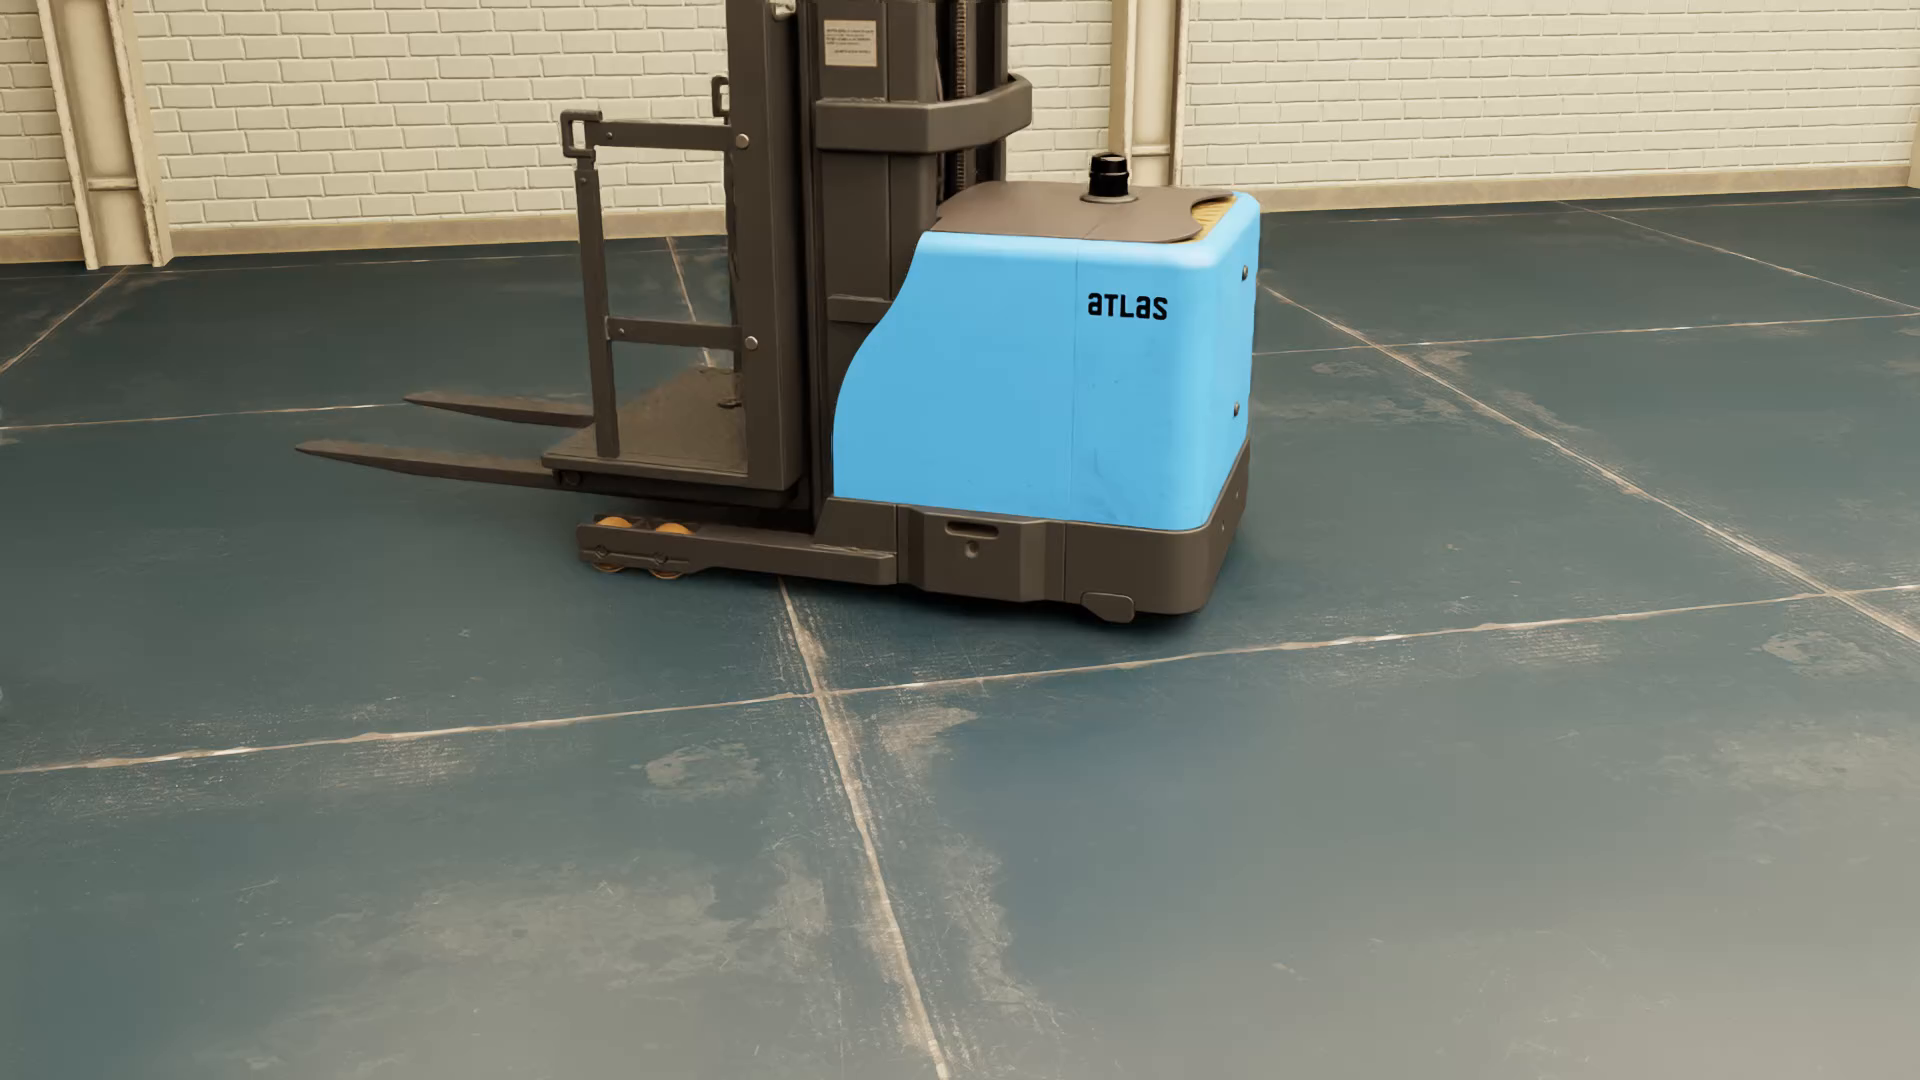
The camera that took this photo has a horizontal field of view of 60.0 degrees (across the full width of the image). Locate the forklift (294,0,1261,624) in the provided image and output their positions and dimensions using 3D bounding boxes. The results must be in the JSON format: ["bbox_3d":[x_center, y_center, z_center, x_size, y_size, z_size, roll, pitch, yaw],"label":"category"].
[{"bbox_3d":[-0.647,-1.423,4.916,3.031,2.935,1.130,6,22,16],"label":"forklift"}]
